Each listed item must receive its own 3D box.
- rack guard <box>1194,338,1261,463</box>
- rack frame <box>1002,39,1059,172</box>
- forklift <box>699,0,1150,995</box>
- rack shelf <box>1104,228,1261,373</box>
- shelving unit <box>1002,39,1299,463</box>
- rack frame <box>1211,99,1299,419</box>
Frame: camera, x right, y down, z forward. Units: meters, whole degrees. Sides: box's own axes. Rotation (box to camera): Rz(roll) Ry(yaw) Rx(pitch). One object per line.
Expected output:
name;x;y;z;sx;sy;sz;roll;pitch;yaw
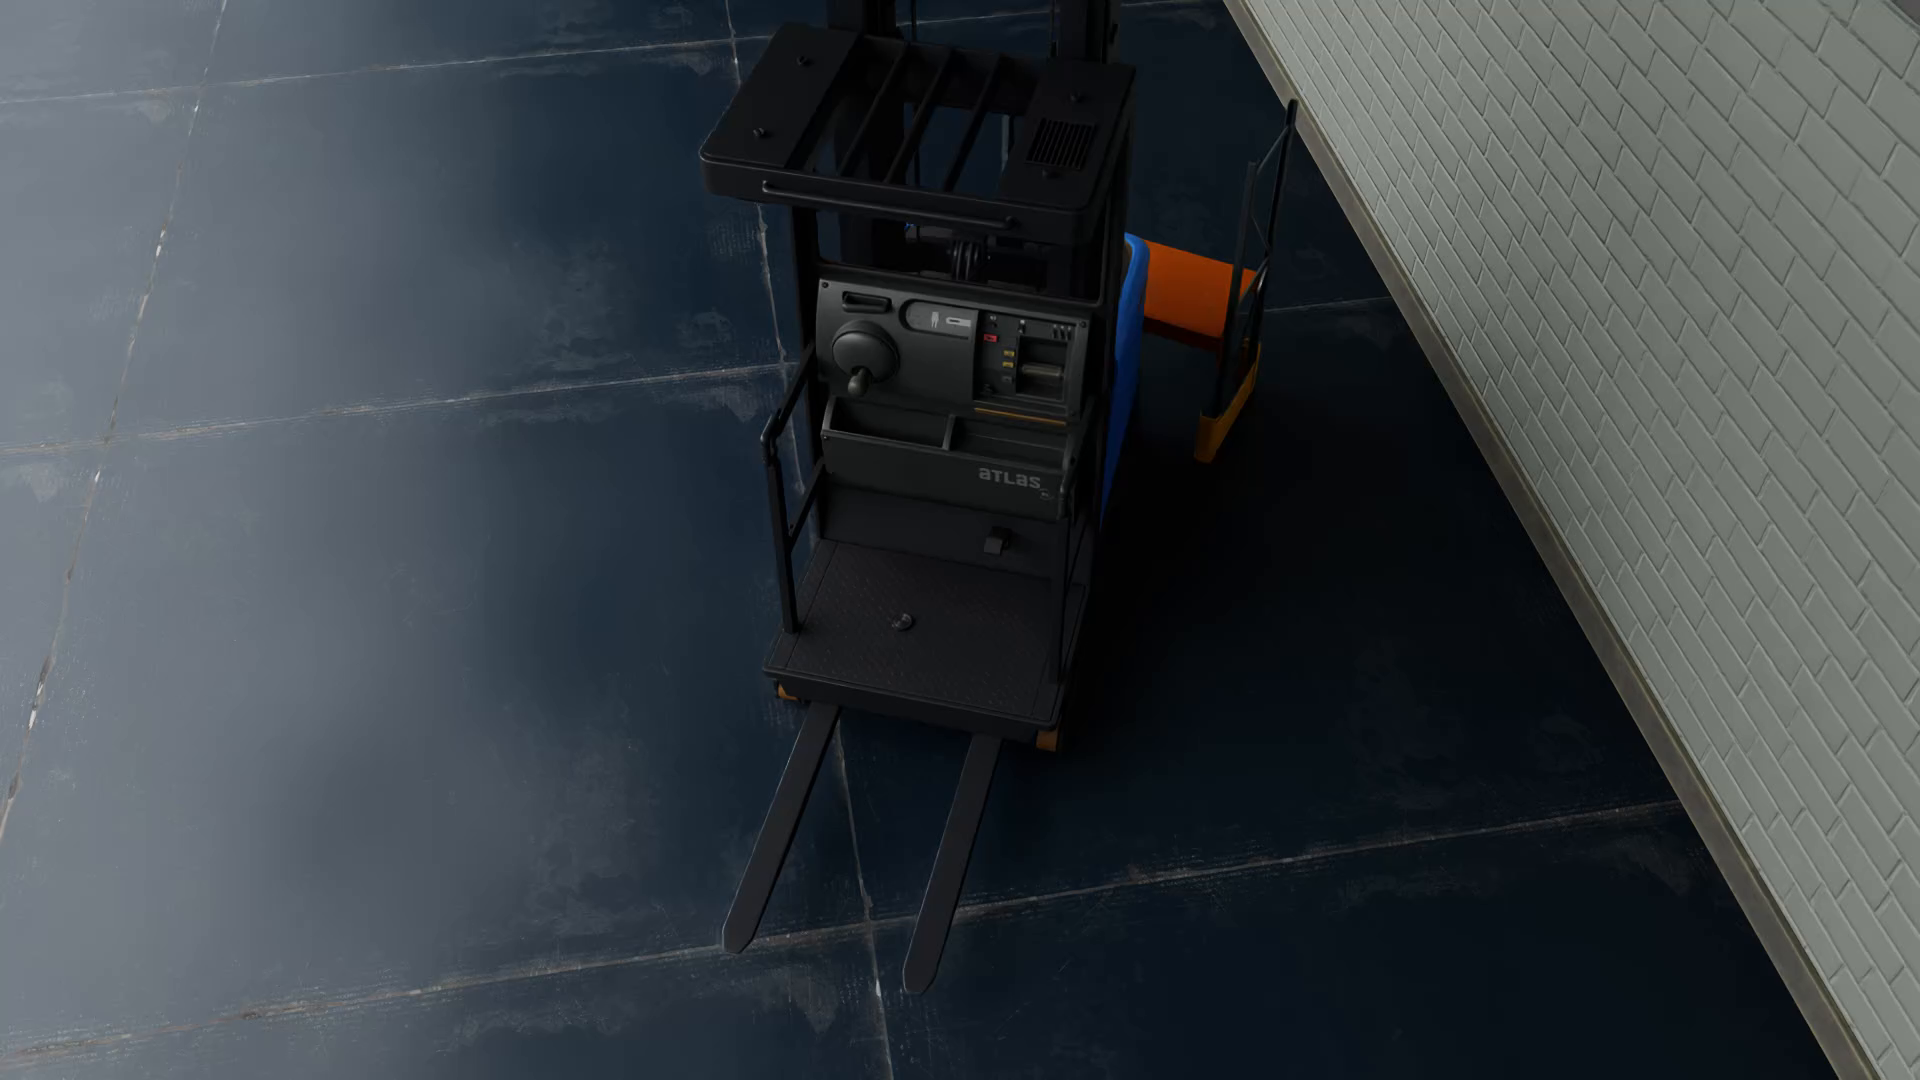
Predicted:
rack guard;1.187;-0.621;7.368;0.087;0.250;0.587;20;49;18
rack frame;0.295;-1.376;7.227;0.032;1.500;0.500;20;49;18
forklift;-0.080;-0.542;5.430;1.130;2.935;3.031;10;47;10
rack shelf;0.750;-1.087;7.199;1.000;0.185;0.538;20;49;18
shelving unit;0.741;-1.215;7.072;1.083;1.500;0.587;20;49;18
rack frame;1.204;-1.048;6.912;0.032;1.500;0.500;20;49;18
